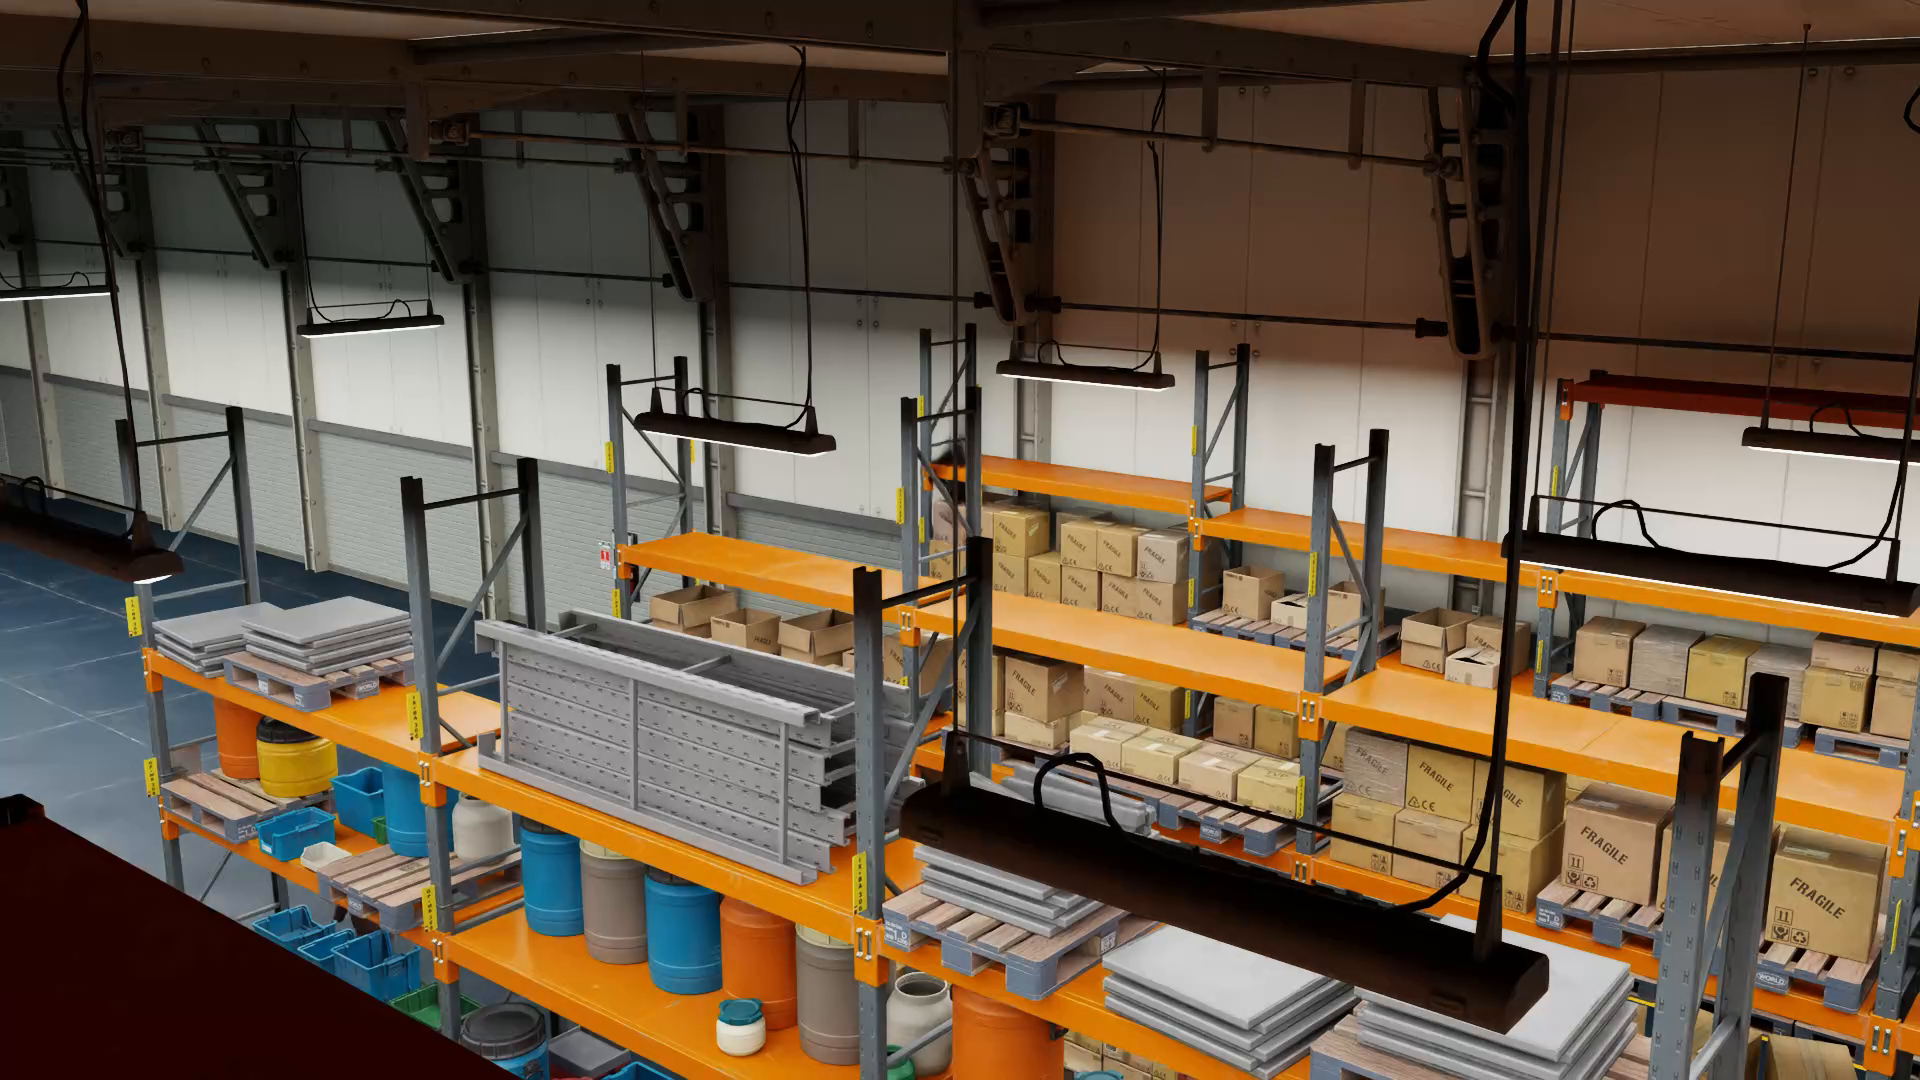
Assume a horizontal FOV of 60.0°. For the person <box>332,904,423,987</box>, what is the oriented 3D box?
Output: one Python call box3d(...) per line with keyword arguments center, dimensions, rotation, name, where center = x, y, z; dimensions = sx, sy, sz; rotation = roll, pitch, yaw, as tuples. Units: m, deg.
box3d(center=(-5.662, 3.743, 16.009), dimensions=(0.965, 1.631, 0.774), rotation=(6, 14, 26), name="person")
